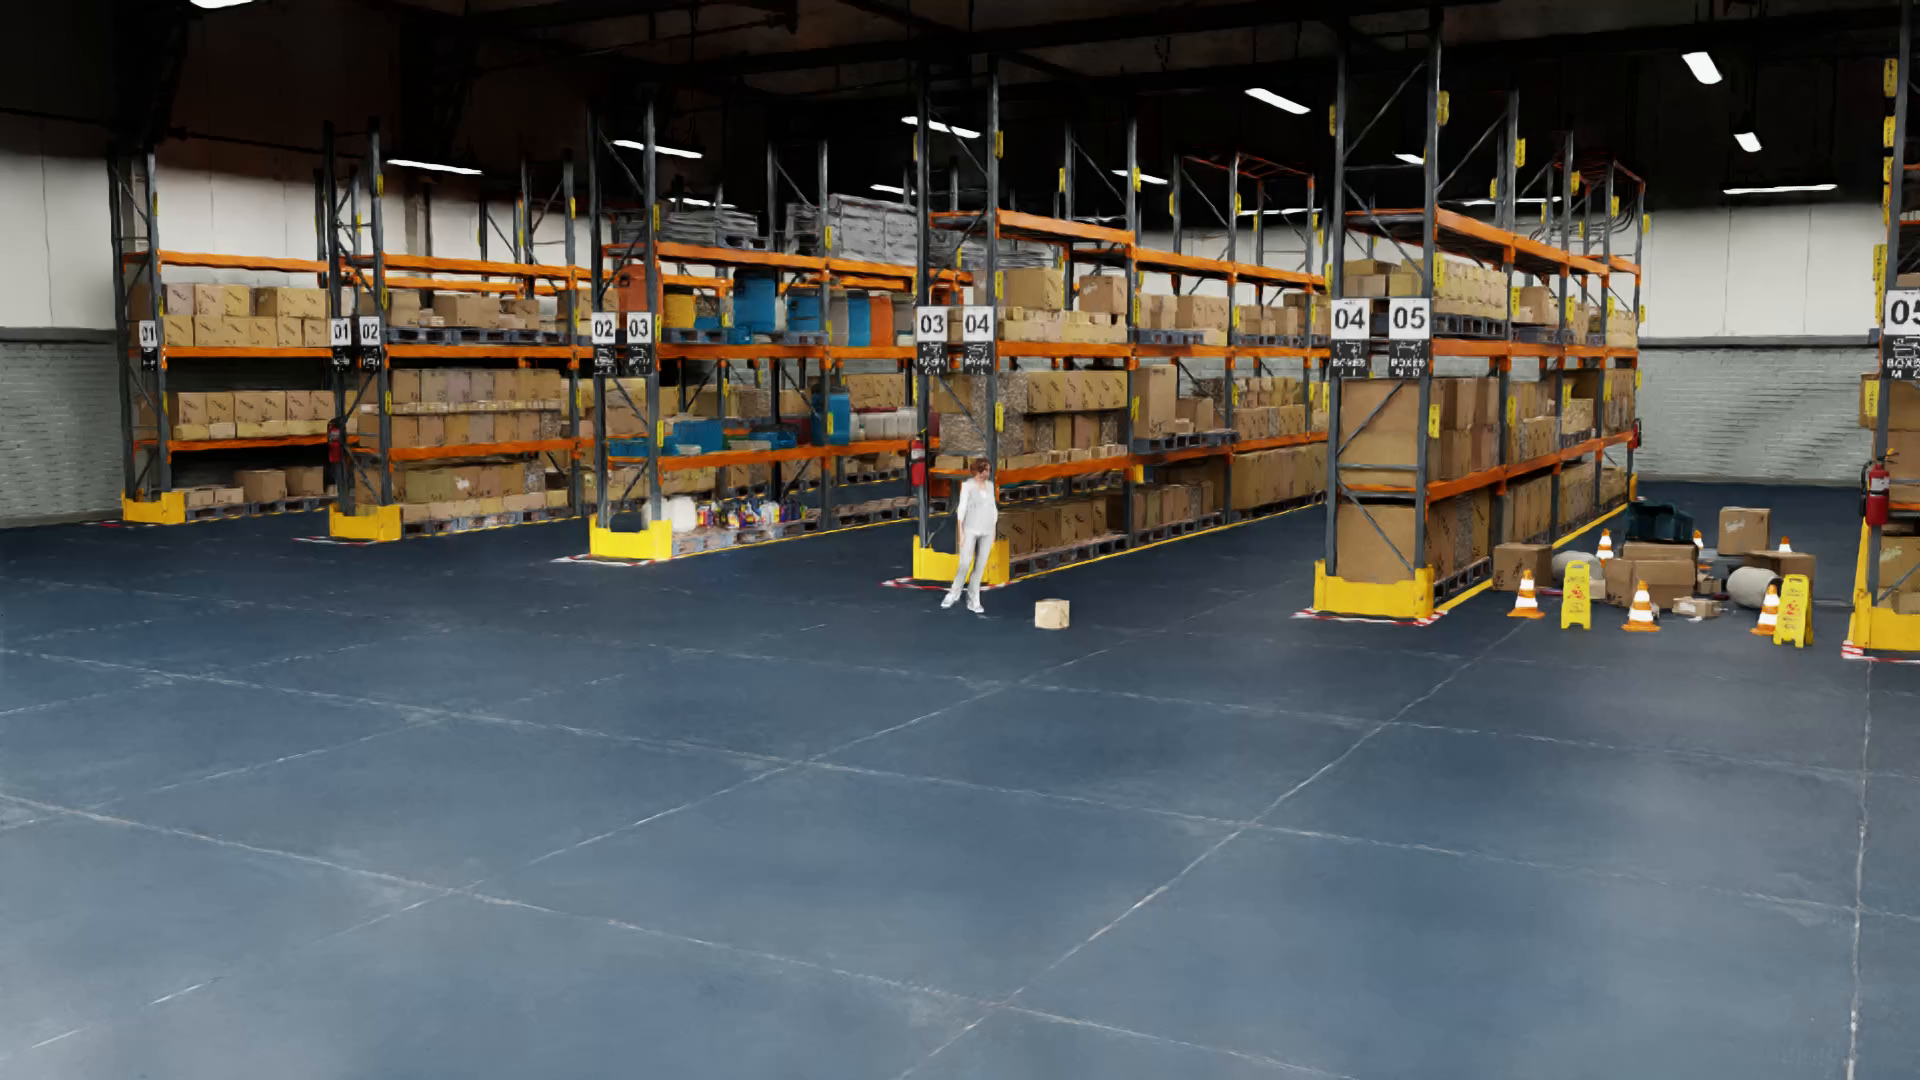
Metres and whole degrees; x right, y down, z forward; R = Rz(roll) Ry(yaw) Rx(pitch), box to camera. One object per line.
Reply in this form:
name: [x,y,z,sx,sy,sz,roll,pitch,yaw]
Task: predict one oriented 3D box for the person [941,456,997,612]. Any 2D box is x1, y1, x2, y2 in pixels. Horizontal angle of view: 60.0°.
person: [0.107,-0.058,16.960,0.578,1.589,0.419,-3,7,-24]
